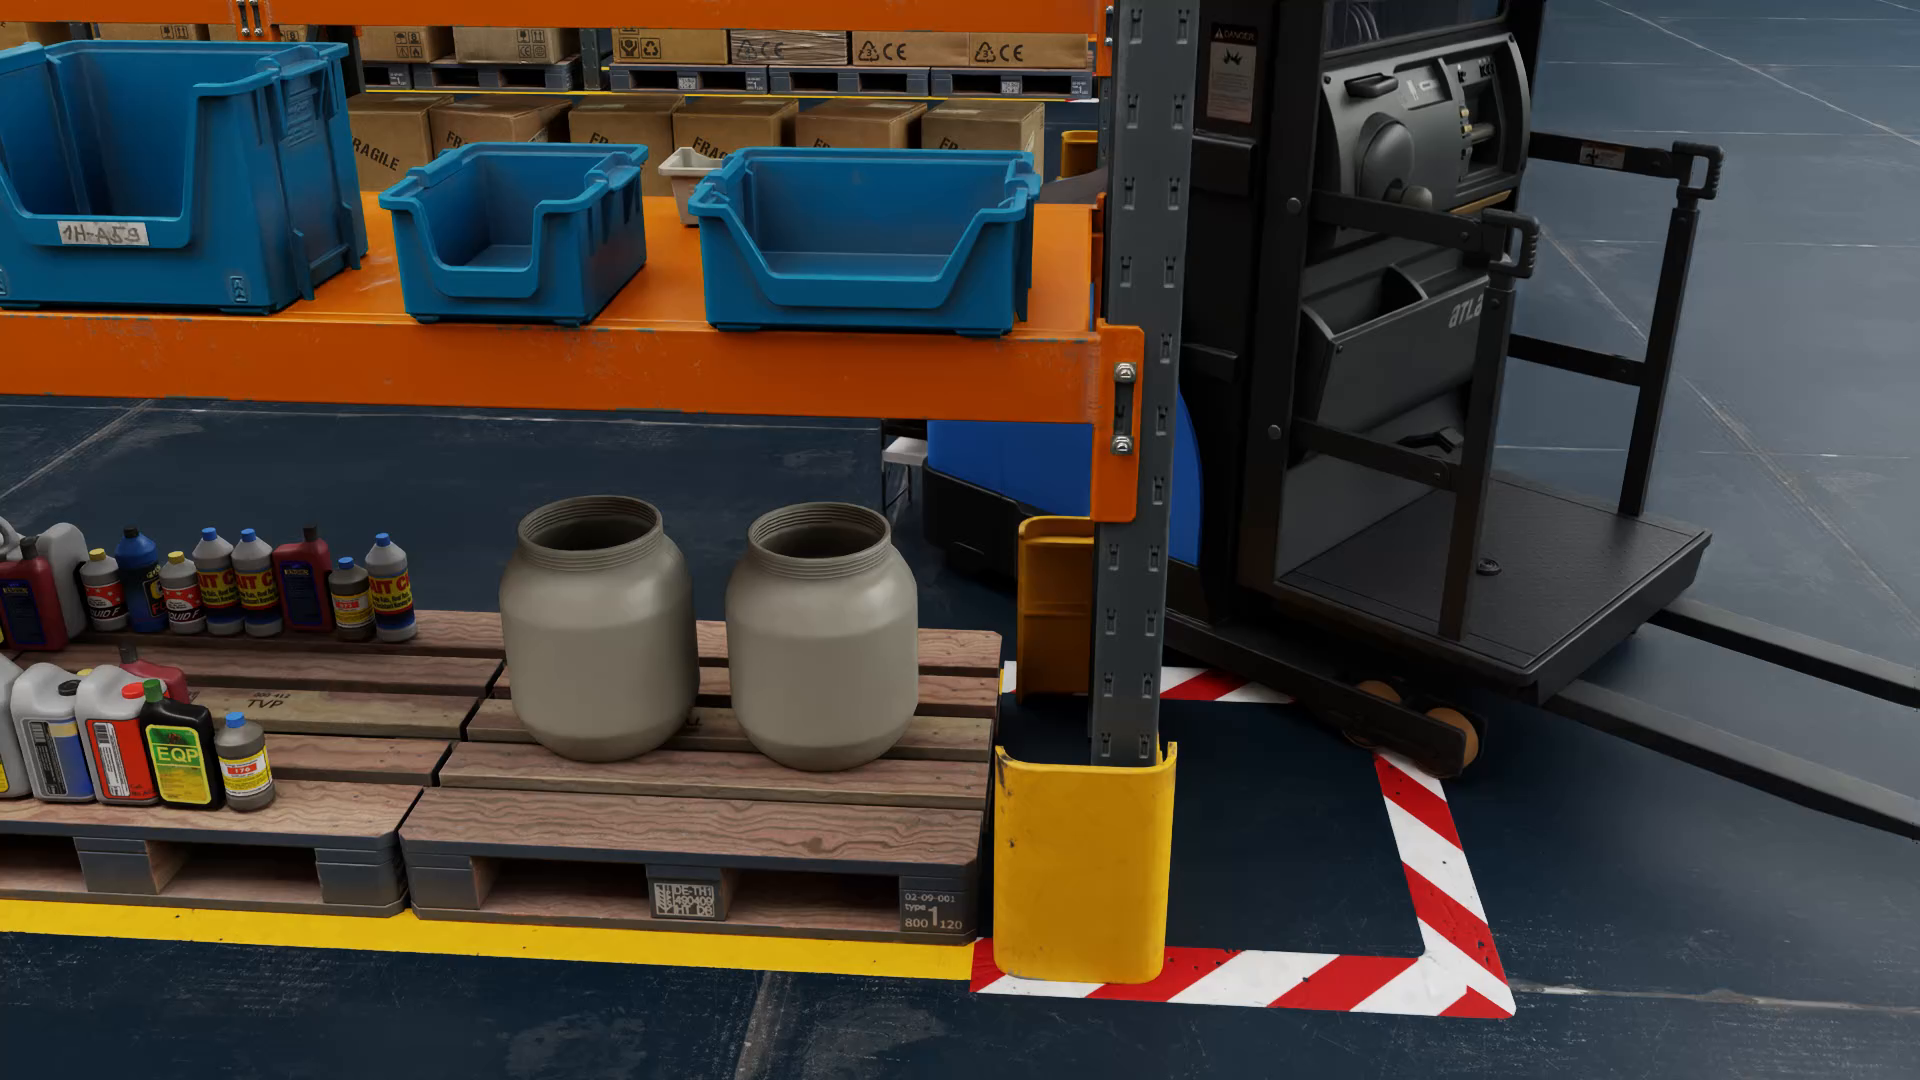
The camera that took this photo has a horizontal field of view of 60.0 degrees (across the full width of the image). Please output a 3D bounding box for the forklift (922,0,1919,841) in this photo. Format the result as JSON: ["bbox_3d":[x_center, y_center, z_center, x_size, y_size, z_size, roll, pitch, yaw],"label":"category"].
[{"bbox_3d":[1.301,-1.004,3.926,3.031,2.935,1.130,22,32,39],"label":"forklift"}]

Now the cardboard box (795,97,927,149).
[{"bbox_3d":[-0.481,-1.890,8.258,0.500,0.500,0.500,8,26,18],"label":"cardboard box"}]

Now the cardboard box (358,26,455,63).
[{"bbox_3d":[-4.356,-4.179,12.933,0.750,0.750,1.050,2,25,4],"label":"cardboard box"}]

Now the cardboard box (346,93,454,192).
[{"bbox_3d":[-2.854,-1.957,8.403,0.500,0.500,0.500,1,25,2],"label":"cardboard box"}]

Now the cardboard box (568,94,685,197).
[{"bbox_3d":[-1.657,-1.955,8.398,0.500,0.500,0.500,0,25,-1],"label":"cardboard box"}]

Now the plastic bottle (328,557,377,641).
[{"bbox_3d":[-1.528,0.141,4.176,0.097,0.201,0.097,0,25,0],"label":"plastic bottle"}]

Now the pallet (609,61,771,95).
[{"bbox_3d":[-2.017,-3.672,12.977,1.213,0.211,1.003,2,25,4],"label":"pallet"}]

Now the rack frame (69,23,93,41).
[{"bbox_3d":[-6.757,-5.123,12.796,0.127,3.000,1.000,2,25,4],"label":"rack frame"}]

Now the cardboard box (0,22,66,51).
[{"bbox_3d":[-7.434,-4.091,13.040,0.500,0.500,0.500,2,25,4],"label":"cardboard box"}]

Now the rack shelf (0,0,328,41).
[{"bbox_3d":[-5.244,-2.669,8.322,4.000,0.370,1.077,2,25,4],"label":"rack shelf"}]

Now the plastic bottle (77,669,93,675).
[{"bbox_3d":[-1.902,0.380,3.658,0.097,0.201,0.097,0,25,0],"label":"plastic bottle"}]

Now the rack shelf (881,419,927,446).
[{"bbox_3d":[-0.108,-0.363,5.256,0.200,0.077,0.258,9,26,18],"label":"rack shelf"}]

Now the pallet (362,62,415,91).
[{"bbox_3d":[-4.764,-3.760,13.169,1.213,0.211,1.003,2,25,4],"label":"pallet"}]

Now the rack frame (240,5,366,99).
[{"bbox_3d":[-3.250,-2.931,8.032,0.127,3.000,1.000,2,25,4],"label":"rack frame"}]

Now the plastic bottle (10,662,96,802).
[{"bbox_3d":[-1.893,0.398,3.528,0.135,0.276,0.152,1,25,3],"label":"plastic bottle"}]

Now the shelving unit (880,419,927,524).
[{"bbox_3d":[-0.108,-0.475,5.205,0.210,0.900,0.258,9,26,18],"label":"shelving unit"}]

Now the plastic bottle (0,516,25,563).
[{"bbox_3d":[-2.451,0.053,4.188,0.185,0.351,0.144,2,25,4],"label":"plastic bottle"}]

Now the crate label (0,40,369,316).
[{"bbox_3d":[-1.496,-0.701,3.144,0.616,0.435,0.502,2,25,4],"label":"crate label"}]

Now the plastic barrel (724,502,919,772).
[{"bbox_3d":[-0.303,0.211,3.677,0.421,0.512,0.421,0,25,0],"label":"plastic barrel"}]

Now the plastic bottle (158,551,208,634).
[{"bbox_3d":[-1.965,0.127,4.207,0.097,0.201,0.097,0,25,0],"label":"plastic bottle"}]

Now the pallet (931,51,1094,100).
[{"bbox_3d":[0.416,-3.594,12.807,1.213,0.211,1.003,2,25,4],"label":"pallet"}]

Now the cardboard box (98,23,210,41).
[{"bbox_3d":[-6.157,-4.235,13.055,0.750,0.750,1.050,2,25,3],"label":"cardboard box"}]

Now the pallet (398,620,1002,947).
[{"bbox_3d":[-0.529,0.517,3.875,1.213,0.211,1.003,2,25,4],"label":"pallet"}]

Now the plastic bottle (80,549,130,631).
[{"bbox_3d":[-2.170,0.120,4.221,0.097,0.201,0.097,0,25,0],"label":"plastic bottle"}]

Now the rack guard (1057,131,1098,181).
[{"bbox_3d":[0.663,-1.670,8.282,0.348,0.500,1.175,2,25,4],"label":"rack guard"}]

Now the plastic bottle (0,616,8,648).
[{"bbox_3d":[-2.433,0.127,4.108,0.133,0.283,0.061,2,25,4],"label":"plastic bottle"}]

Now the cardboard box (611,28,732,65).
[{"bbox_3d":[-2.147,-4.172,12.767,0.875,0.875,0.875,2,25,5],"label":"cardboard box"}]

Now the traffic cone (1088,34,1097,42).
[{"bbox_3d":[1.224,-4.784,15.093,0.334,0.463,0.336,2,25,4],"label":"traffic cone"}]

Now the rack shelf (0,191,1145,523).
[{"bbox_3d":[-1.635,-0.476,3.557,4.000,0.370,1.077,2,25,4],"label":"rack shelf"}]

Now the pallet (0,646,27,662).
[{"bbox_3d":[-2.962,0.438,4.045,1.213,0.211,1.003,2,25,4],"label":"pallet"}]

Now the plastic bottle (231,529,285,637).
[{"bbox_3d":[-1.766,0.102,4.178,0.097,0.271,0.097,0,25,0],"label":"plastic bottle"}]

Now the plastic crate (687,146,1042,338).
[{"bbox_3d":[-0.162,-0.563,3.063,0.616,0.251,0.499,2,25,4],"label":"plastic crate"}]

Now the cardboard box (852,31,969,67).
[{"bbox_3d":[-0.339,-4.114,12.643,0.875,0.875,0.875,1,25,3],"label":"cardboard box"}]

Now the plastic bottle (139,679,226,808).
[{"bbox_3d":[-1.623,0.423,3.466,0.133,0.283,0.061,2,25,5],"label":"plastic bottle"}]
